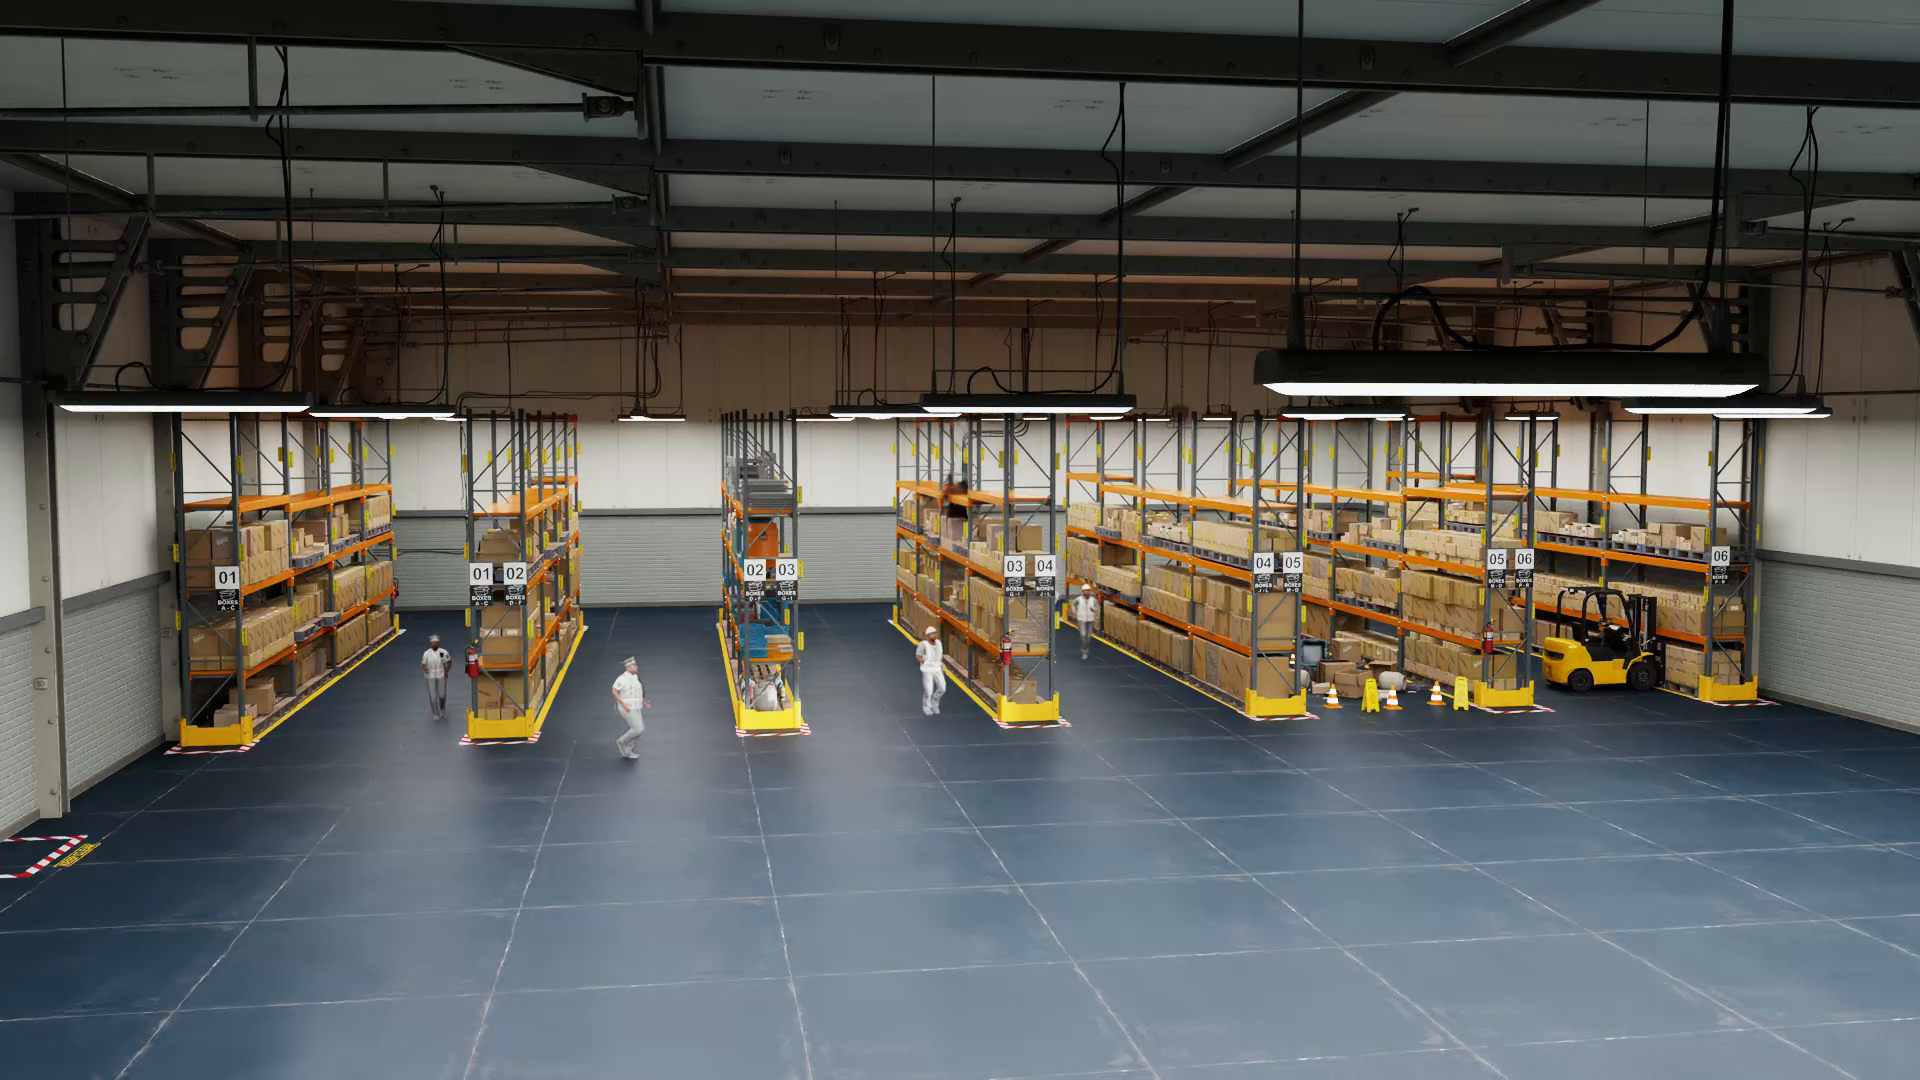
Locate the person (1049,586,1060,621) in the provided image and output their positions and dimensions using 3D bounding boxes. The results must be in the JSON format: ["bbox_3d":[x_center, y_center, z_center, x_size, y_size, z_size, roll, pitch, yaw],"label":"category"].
[{"bbox_3d":[2.412,1.739,45.328,0.634,1.666,0.544,-1,4,-8],"label":"person"}]

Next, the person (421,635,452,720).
[{"bbox_3d":[-10.086,2.656,31.993,0.541,1.655,0.542,-1,4,-16],"label":"person"}]

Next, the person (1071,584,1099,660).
[{"bbox_3d":[3.078,1.976,40.647,0.644,1.785,0.904,-1,4,-8],"label":"person"}]

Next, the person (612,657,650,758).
[{"bbox_3d":[-5.609,2.870,28.448,0.533,1.749,0.670,1,4,14],"label":"person"}]

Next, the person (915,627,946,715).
[{"bbox_3d":[-0.539,2.570,32.529,0.682,1.752,0.628,-2,5,-29],"label":"person"}]
